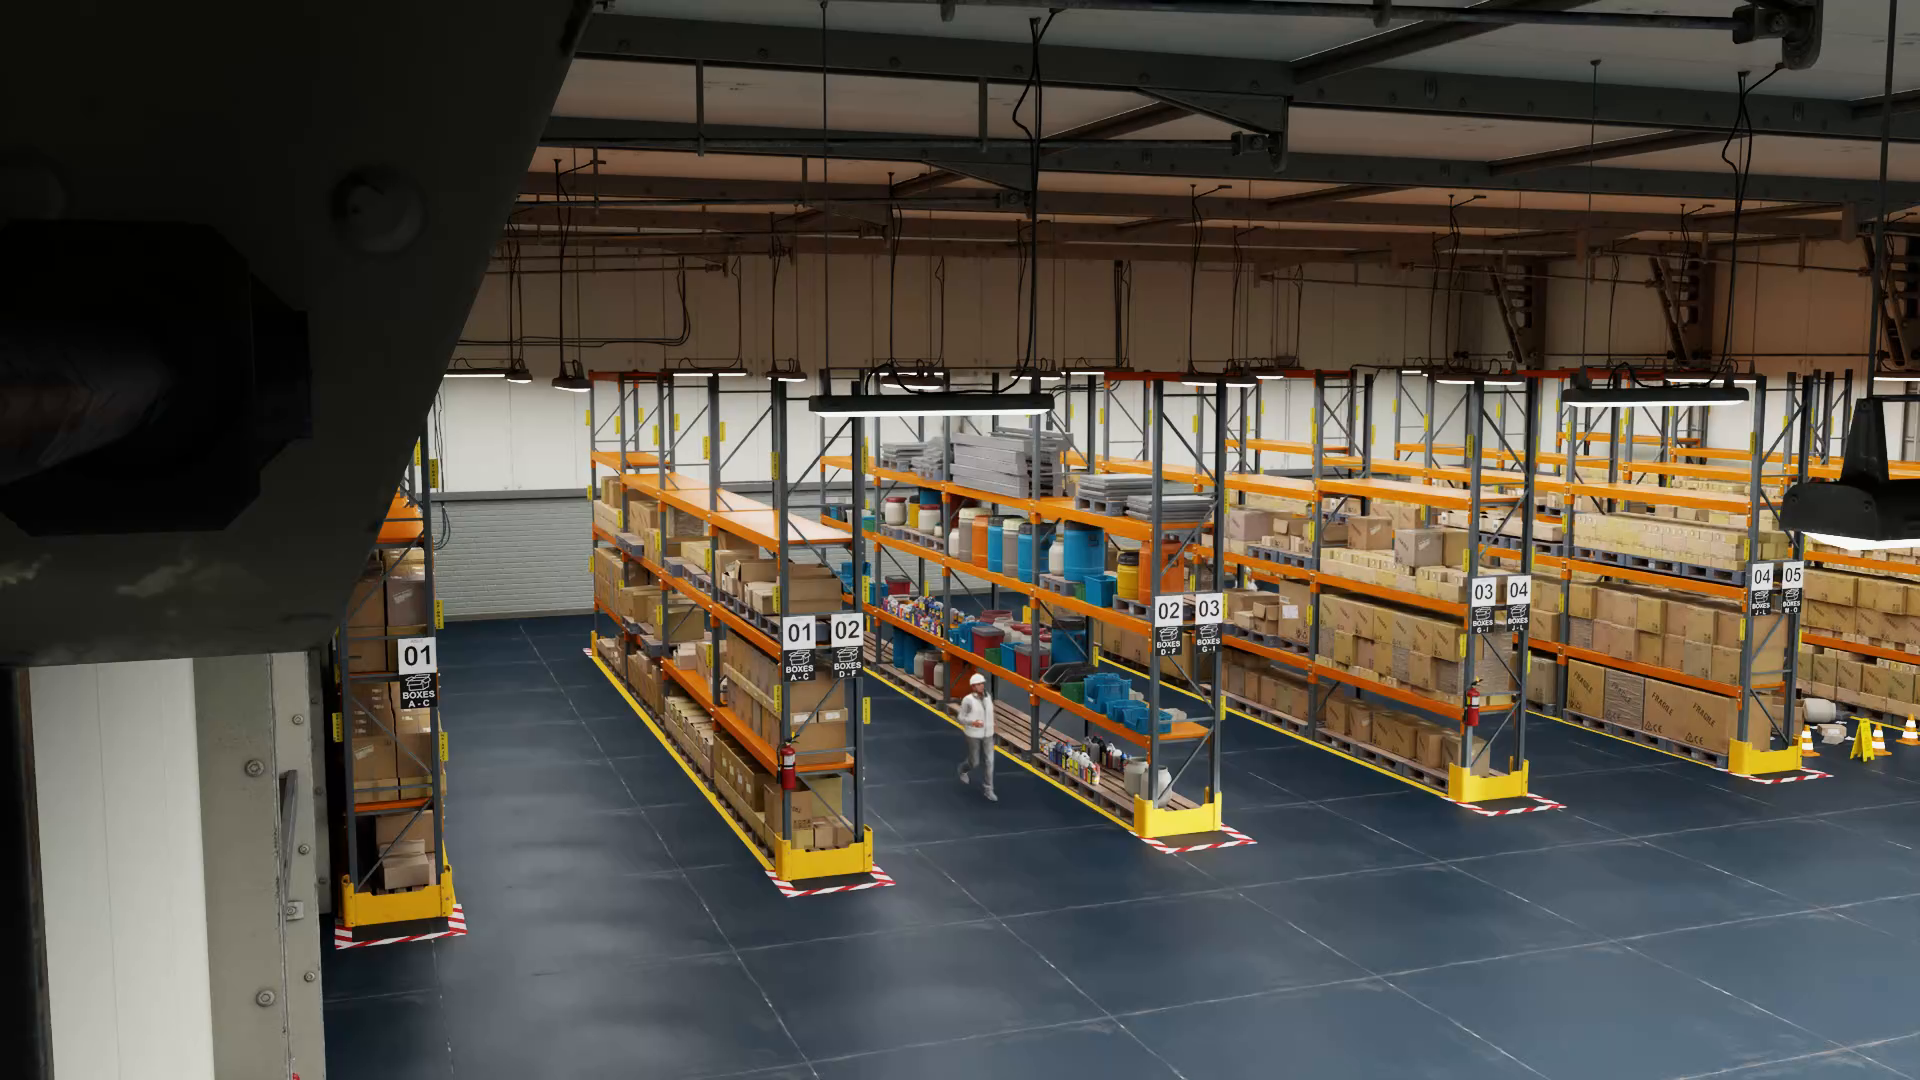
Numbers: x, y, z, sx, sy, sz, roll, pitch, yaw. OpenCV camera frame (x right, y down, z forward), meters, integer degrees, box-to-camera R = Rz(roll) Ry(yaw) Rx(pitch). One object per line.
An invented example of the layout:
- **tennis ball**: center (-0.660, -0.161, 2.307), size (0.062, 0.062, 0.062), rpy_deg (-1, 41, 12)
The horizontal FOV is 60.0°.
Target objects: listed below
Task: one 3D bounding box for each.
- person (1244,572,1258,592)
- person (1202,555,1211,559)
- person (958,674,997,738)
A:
- **person**: center (6.316, 1.450, 36.528), size (0.608, 1.633, 0.876), rpy_deg (-3, 7, -25)
- **person**: center (5.504, 1.132, 38.273), size (0.550, 1.689, 0.775), rpy_deg (-2, 7, -15)
- **person**: center (0.298, 2.359, 23.723), size (0.661, 0.885, 0.605), rpy_deg (-3, 7, -28)
